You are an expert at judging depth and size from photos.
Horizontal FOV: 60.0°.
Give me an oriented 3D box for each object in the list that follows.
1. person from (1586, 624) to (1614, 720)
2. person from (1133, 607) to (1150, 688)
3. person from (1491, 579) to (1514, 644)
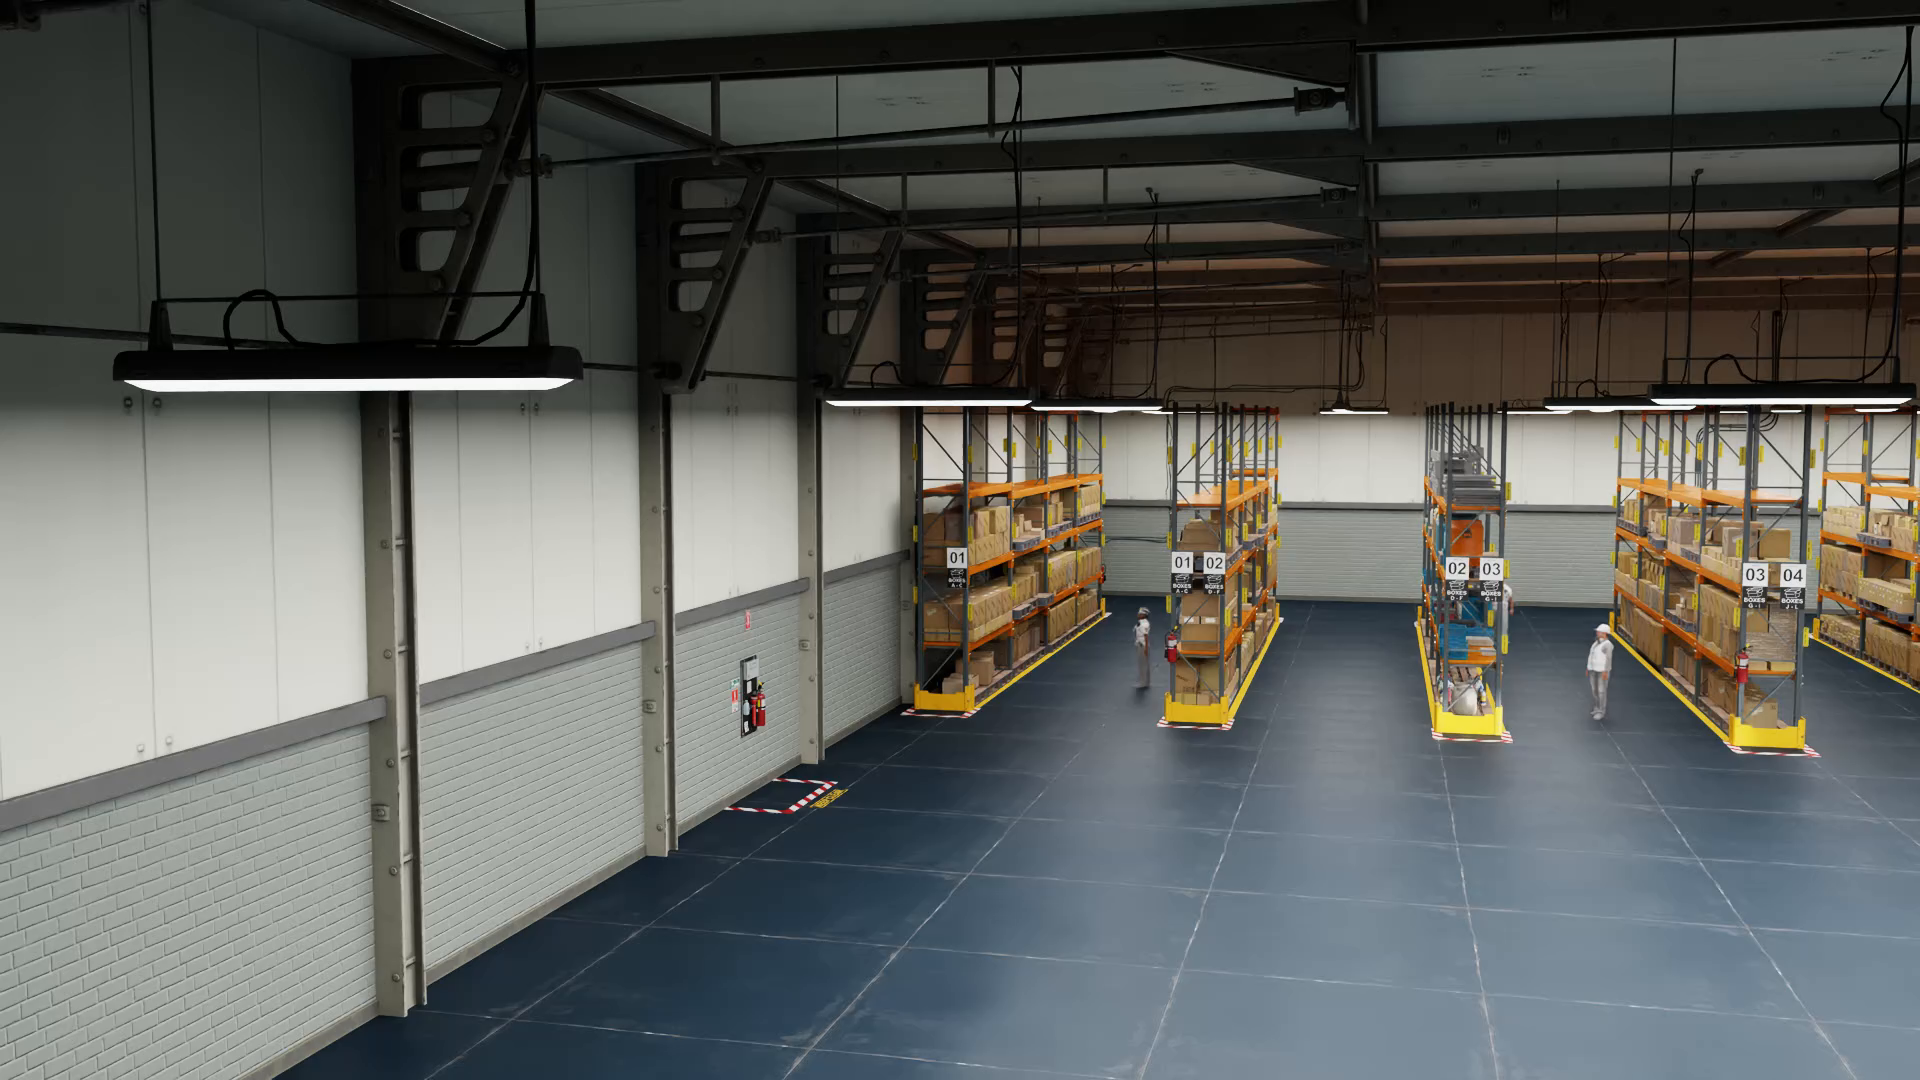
[{"bbox_3d":[12.183,2.505,31.725,0.543,1.788,0.544,-3,5,-31],"label":"person"},{"bbox_3d":[3.854,2.269,35.303,0.369,1.699,0.509,0,4,4],"label":"person"},{"bbox_3d":[13.721,1.739,42.209,0.689,1.716,1.033,0,4,6],"label":"person"}]
